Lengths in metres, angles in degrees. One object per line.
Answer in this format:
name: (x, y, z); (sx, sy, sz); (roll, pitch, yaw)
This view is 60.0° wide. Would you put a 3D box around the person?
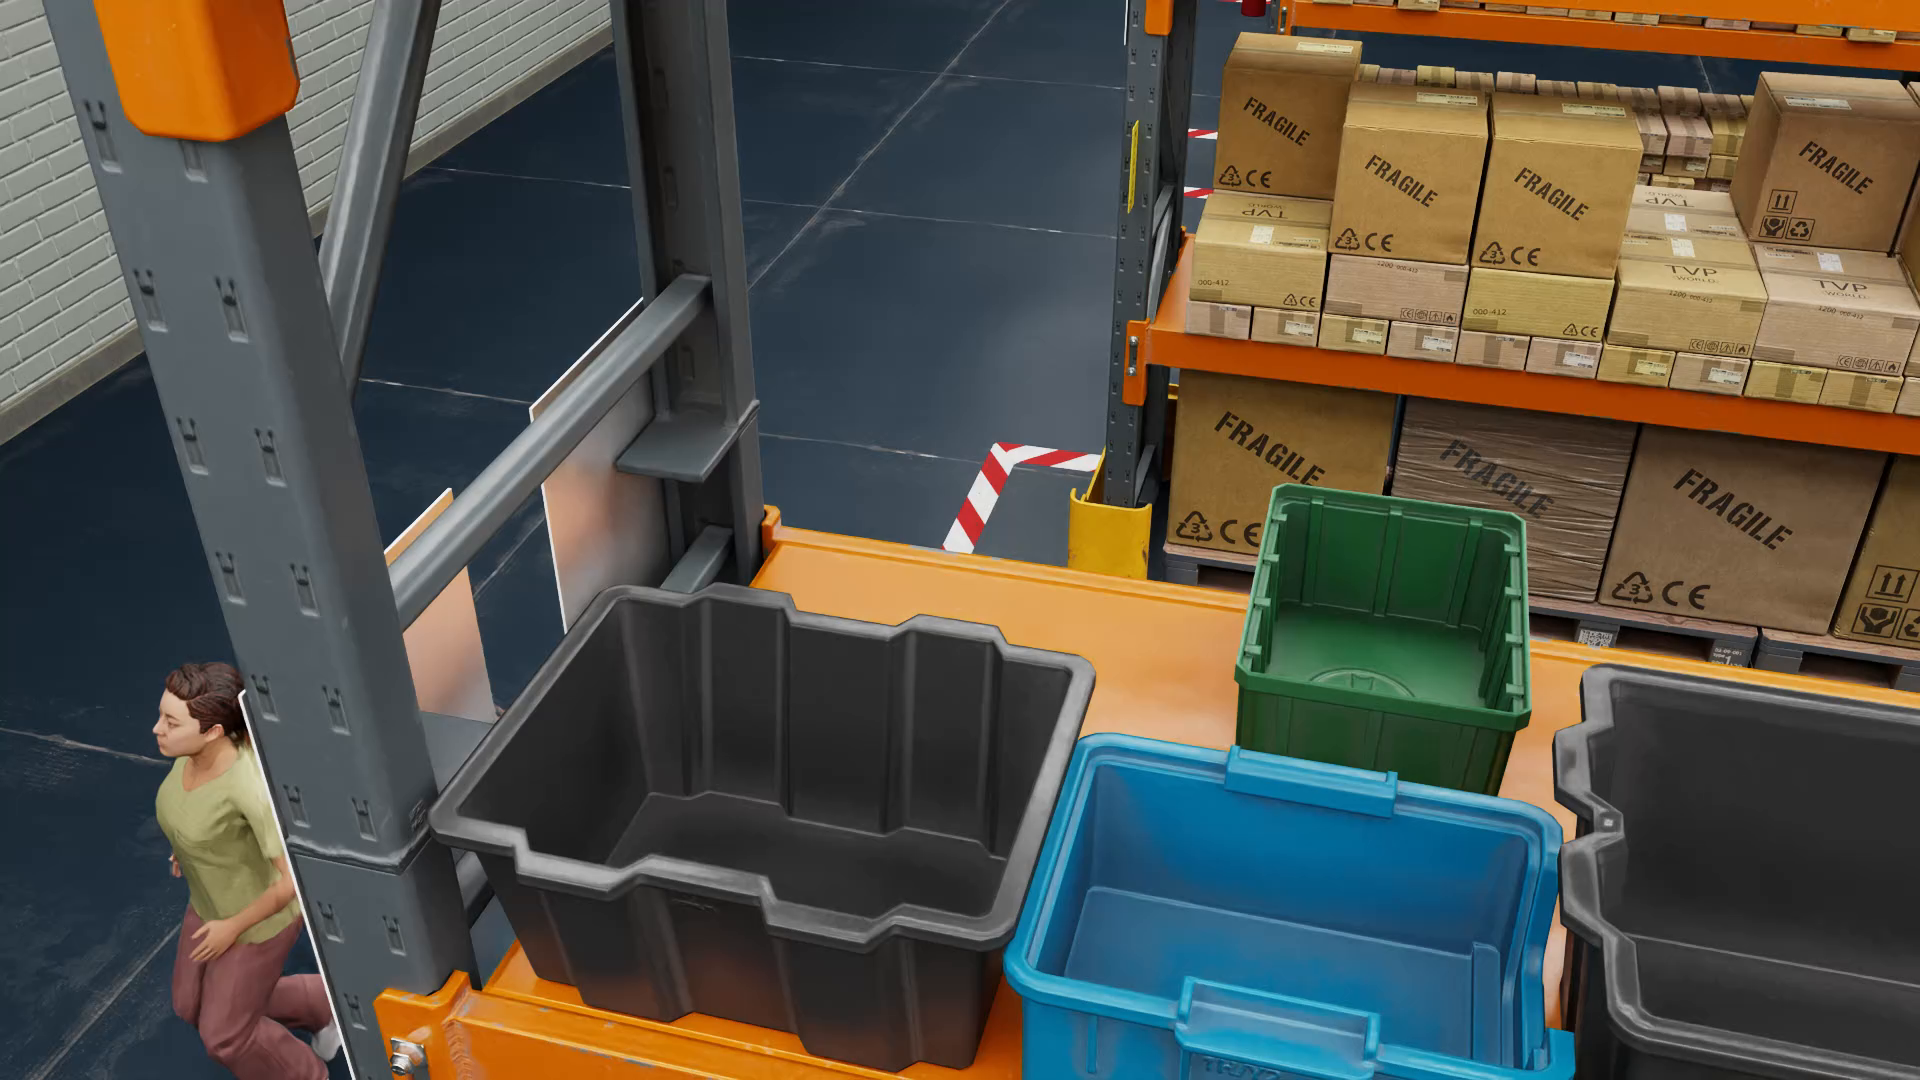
person: (-1.973, 1.011, 4.623); (0.606, 1.620, 0.502); (28, 42, 36)
